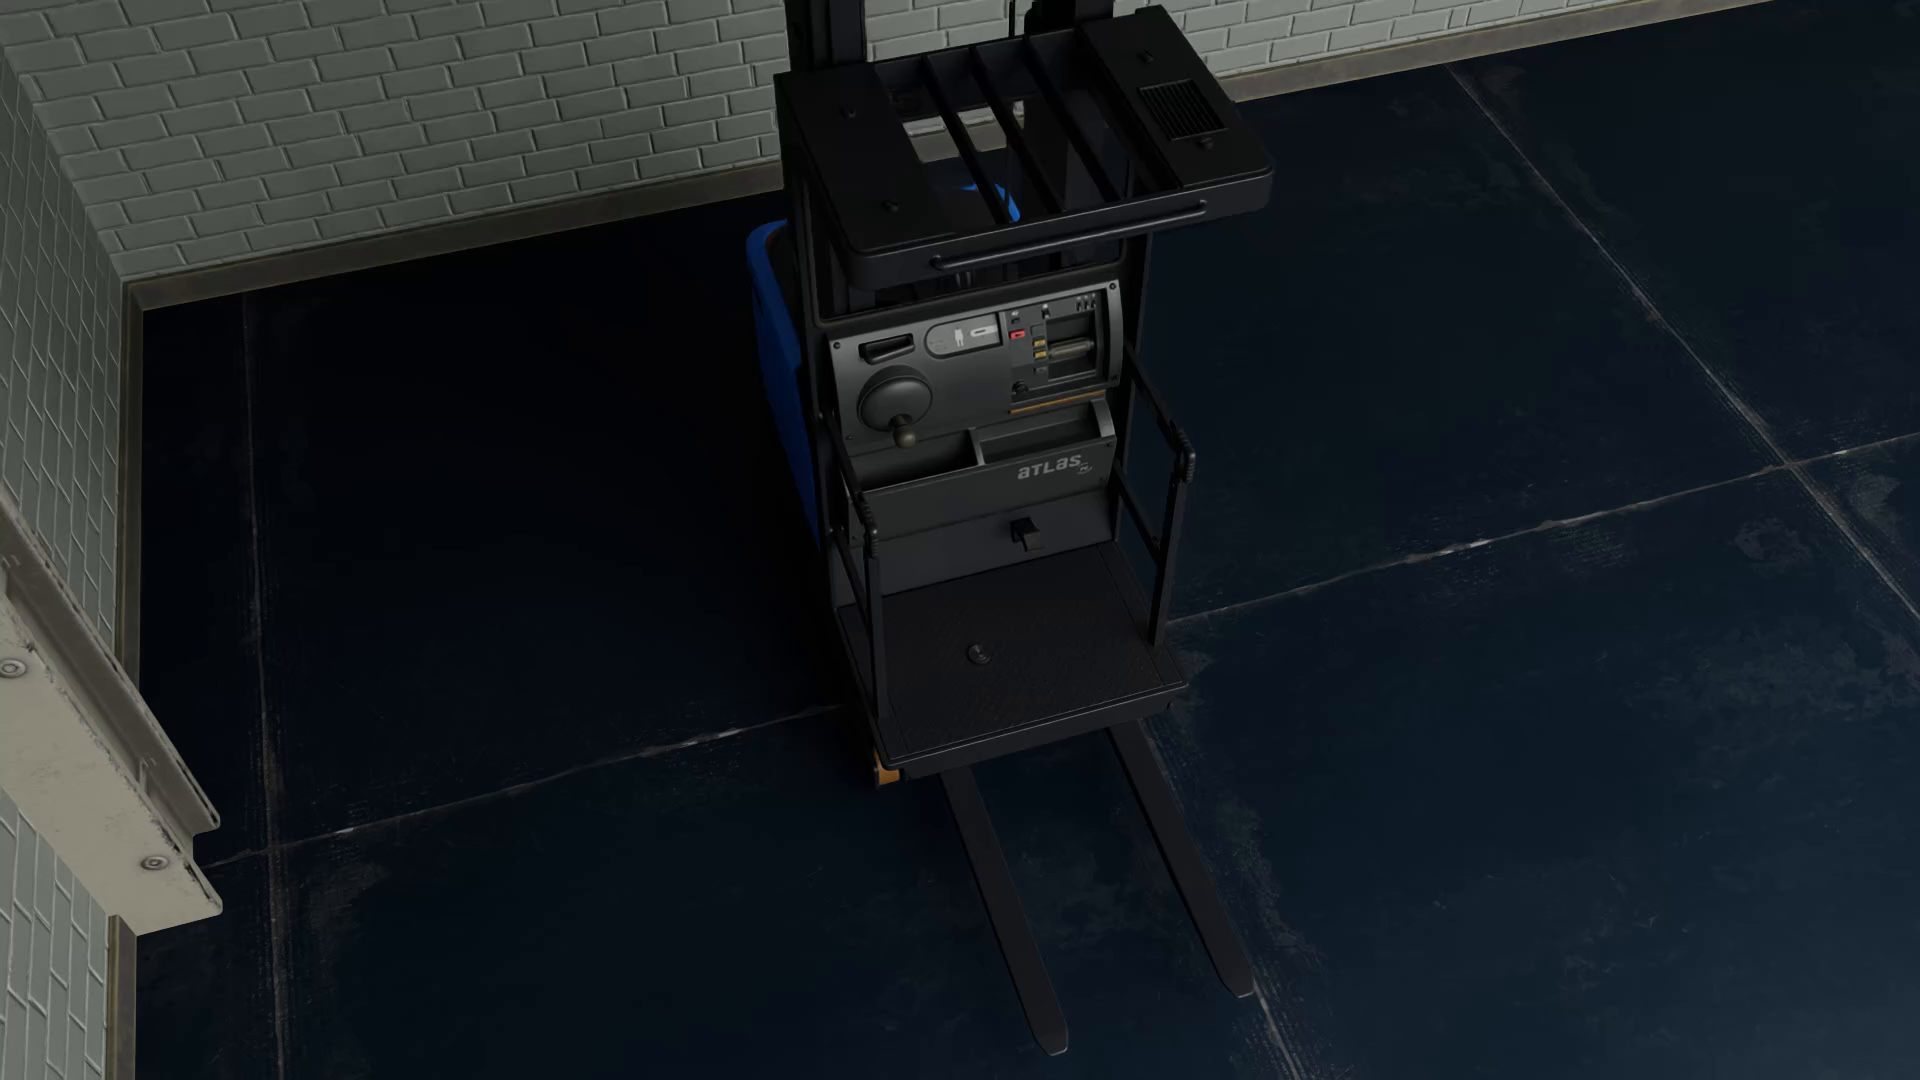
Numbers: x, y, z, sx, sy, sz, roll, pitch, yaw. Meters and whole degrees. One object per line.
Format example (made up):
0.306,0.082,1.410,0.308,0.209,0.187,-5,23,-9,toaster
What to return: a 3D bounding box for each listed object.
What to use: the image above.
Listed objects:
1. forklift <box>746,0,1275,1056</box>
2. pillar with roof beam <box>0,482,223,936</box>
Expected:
0.126,-0.444,4.997,1.130,2.935,3.031,-14,51,-11,forklift
1.467,-2.749,2.971,9.100,9.000,0.400,-13,51,-11,pillar with roof beam
